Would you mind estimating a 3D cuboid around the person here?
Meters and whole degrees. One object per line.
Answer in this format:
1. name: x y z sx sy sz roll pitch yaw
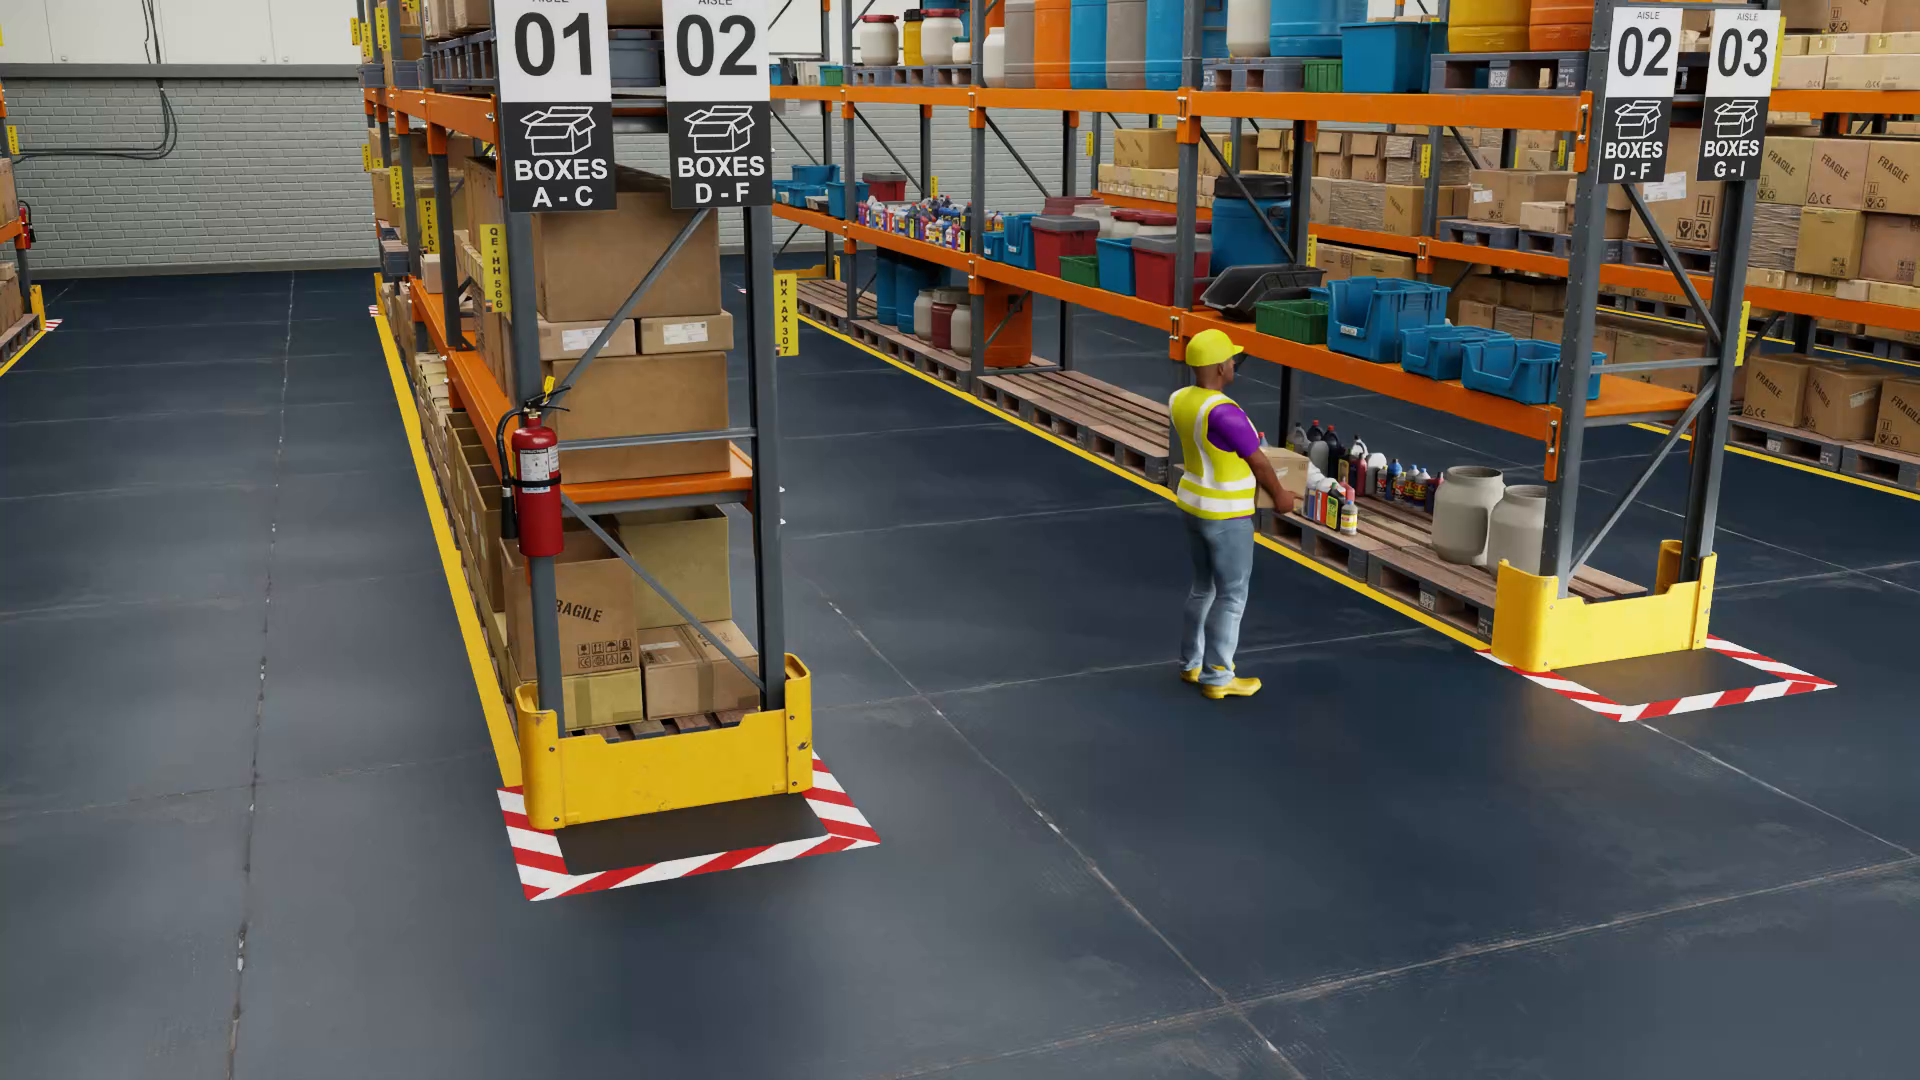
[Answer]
1. person: 1.320 -0.142 8.005 0.587 1.760 0.503 -6 16 -19
